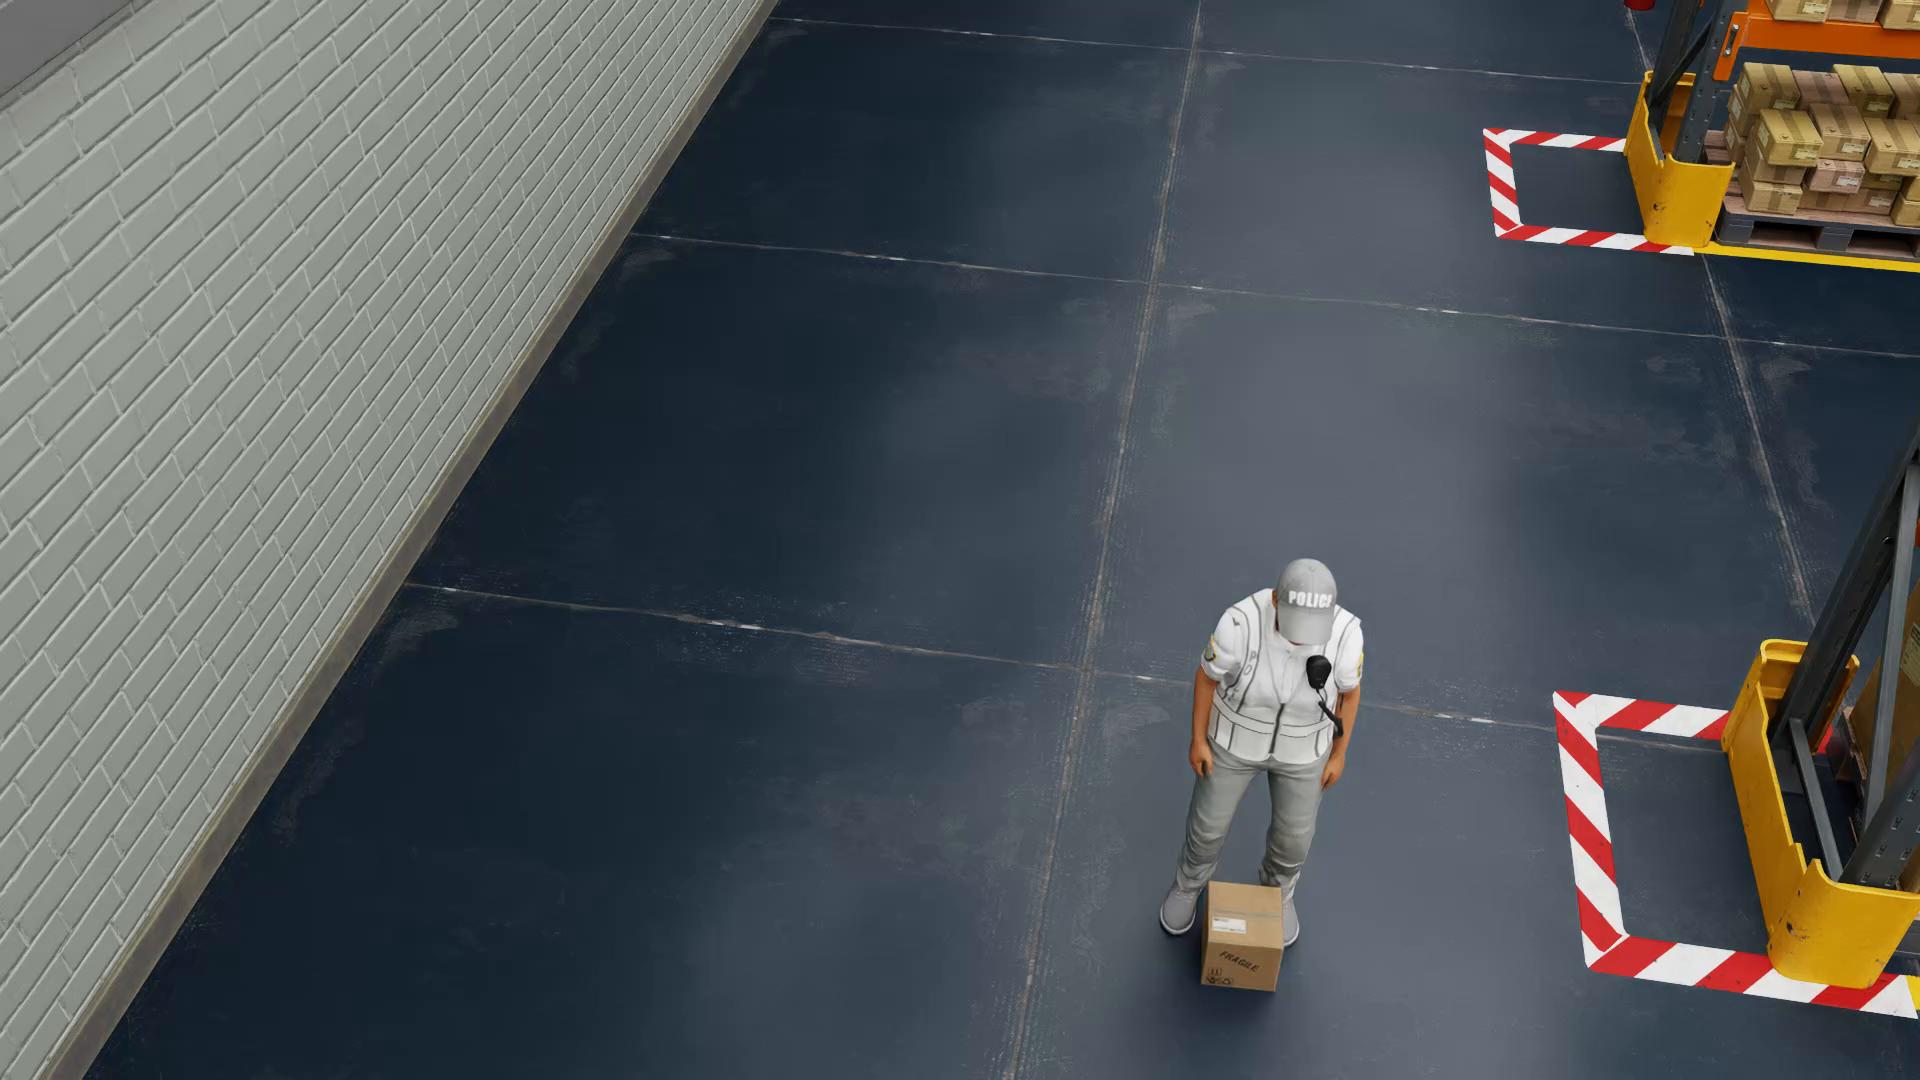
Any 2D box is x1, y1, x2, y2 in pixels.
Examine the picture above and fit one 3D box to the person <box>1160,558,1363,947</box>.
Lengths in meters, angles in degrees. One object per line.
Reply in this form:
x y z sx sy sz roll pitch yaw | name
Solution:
0.987 0.671 5.375 0.541 1.665 0.465 5 41 6 | person
